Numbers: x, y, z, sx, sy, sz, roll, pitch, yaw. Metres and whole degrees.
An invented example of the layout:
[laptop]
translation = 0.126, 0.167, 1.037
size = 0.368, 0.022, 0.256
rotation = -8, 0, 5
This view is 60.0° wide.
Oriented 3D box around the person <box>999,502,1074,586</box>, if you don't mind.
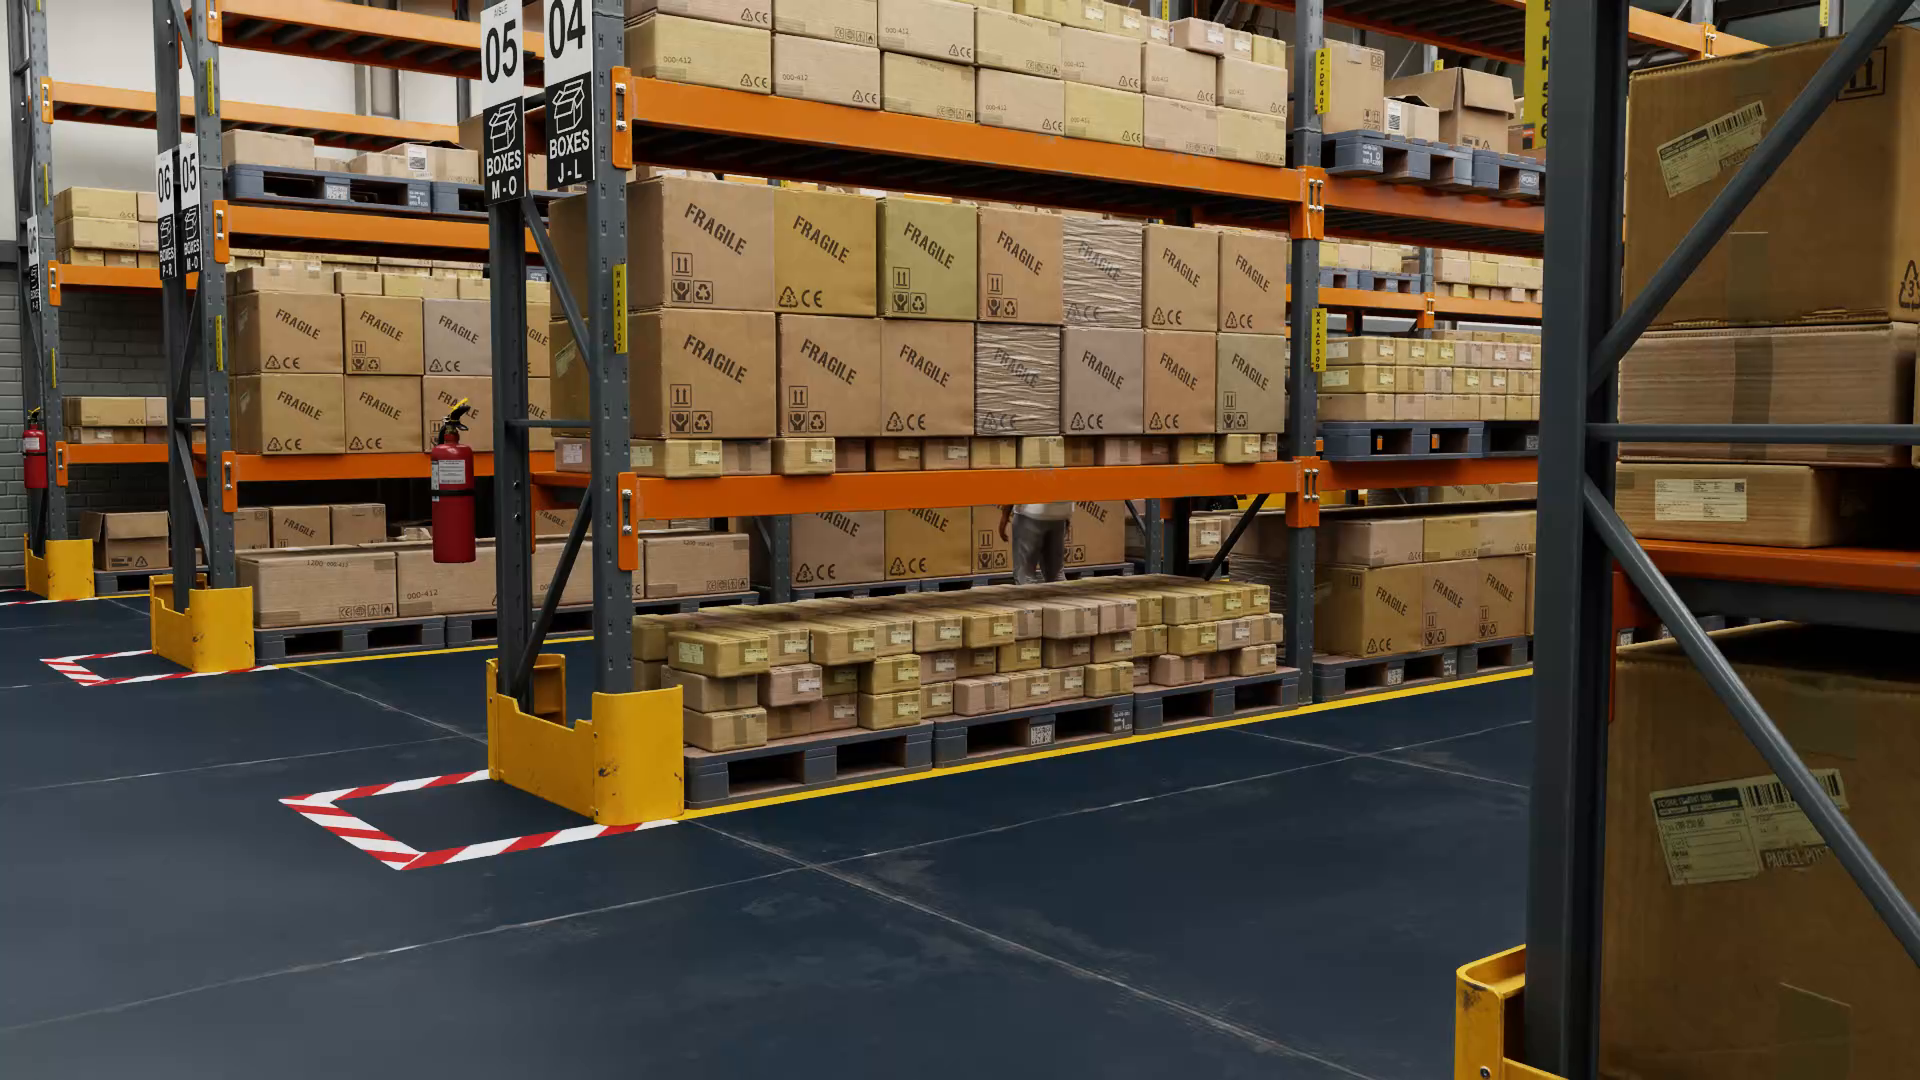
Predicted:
[person]
translation = 0.515, -0.168, 11.149
size = 0.636, 1.757, 0.459
rotation = -4, 6, -40
